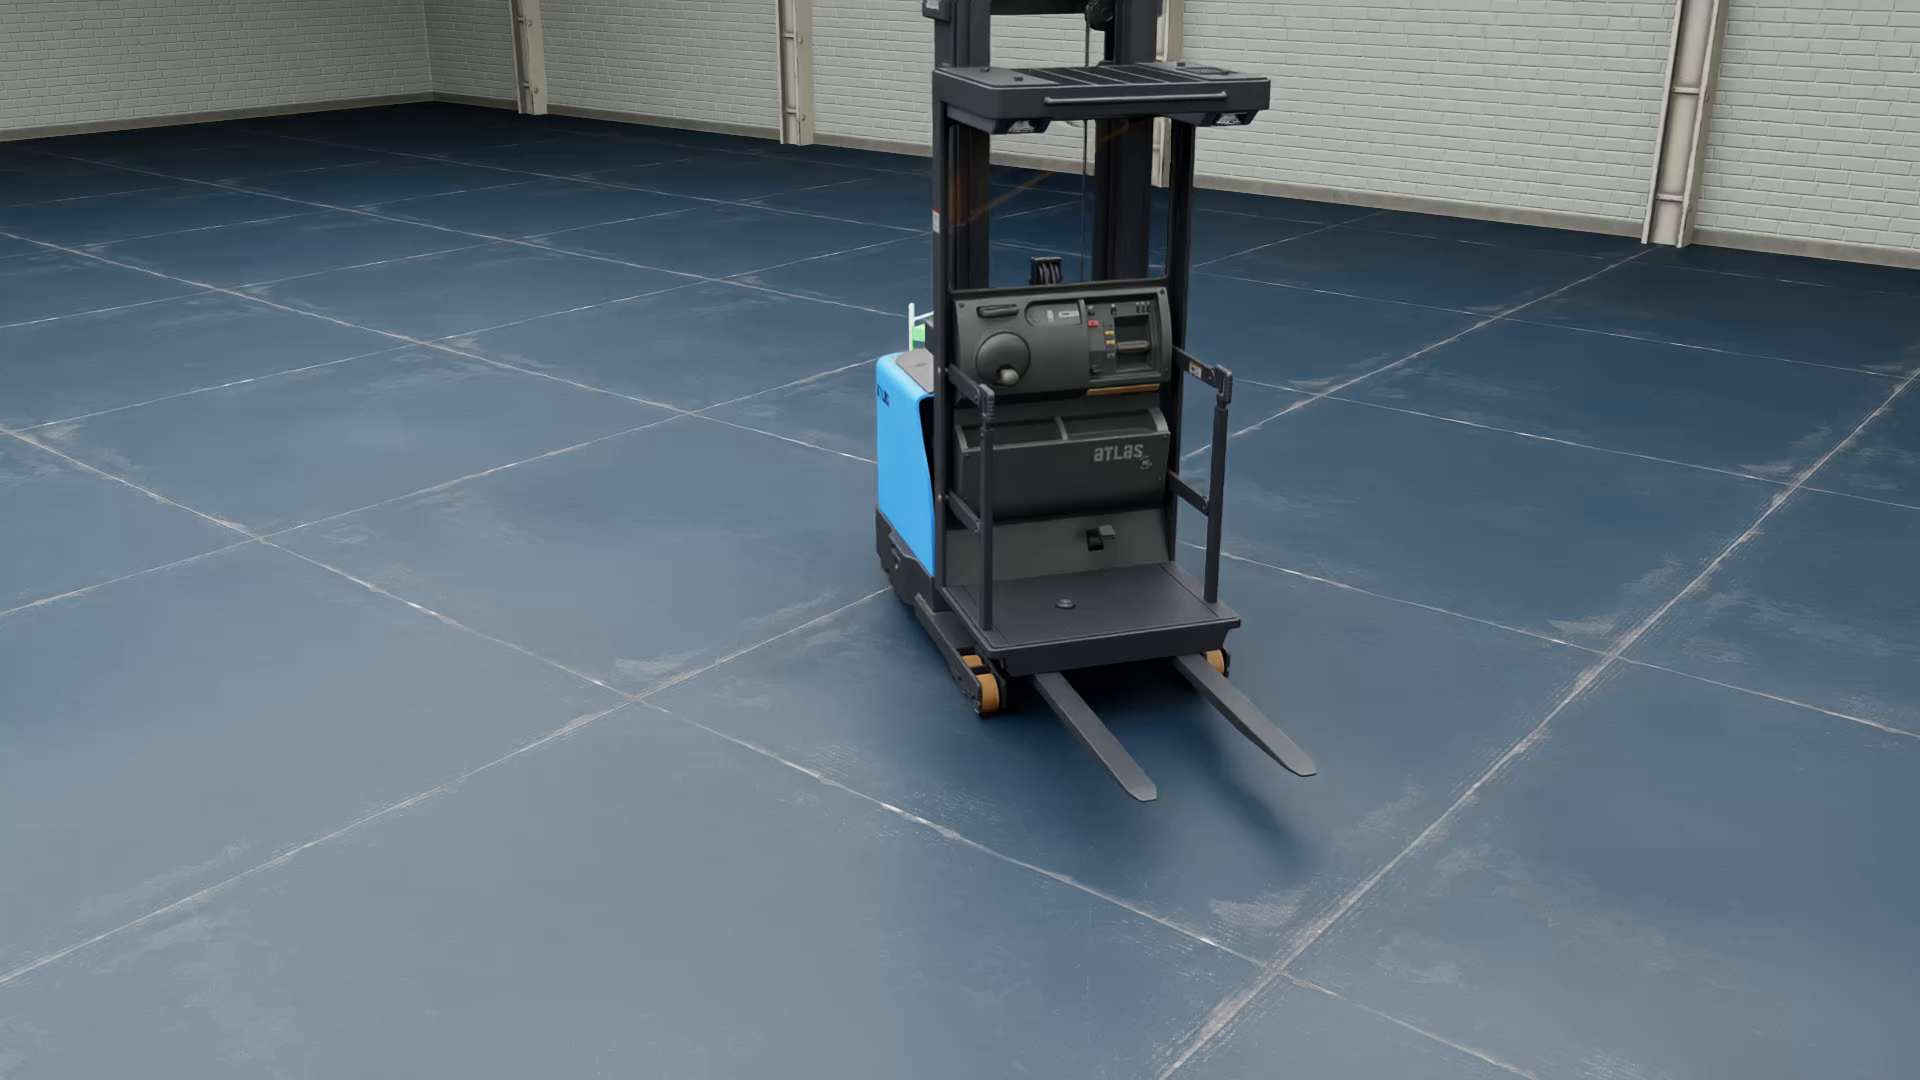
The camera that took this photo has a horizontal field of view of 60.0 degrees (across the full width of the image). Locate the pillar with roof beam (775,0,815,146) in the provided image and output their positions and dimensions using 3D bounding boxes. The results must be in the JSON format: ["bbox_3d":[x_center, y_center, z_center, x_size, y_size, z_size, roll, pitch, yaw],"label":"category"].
[{"bbox_3d":[-5.024,-8.653,18.861,0.400,9.000,9.100,16,26,36],"label":"pillar with roof beam"}]

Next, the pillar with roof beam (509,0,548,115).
[{"bbox_3d":[-9.672,-9.992,22.410,0.400,9.000,9.100,16,26,36],"label":"pillar with roof beam"}]

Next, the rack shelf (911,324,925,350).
[{"bbox_3d":[0.017,-1.012,8.473,0.480,0.148,0.258,14,25,32],"label":"rack shelf"}]

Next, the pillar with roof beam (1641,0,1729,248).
[{"bbox_3d":[4.273,-5.976,11.761,0.400,9.000,9.100,16,26,36],"label":"pillar with roof beam"}]

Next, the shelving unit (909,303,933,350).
[{"bbox_3d":[0.017,-0.623,8.620,0.503,1.200,0.258,14,25,32],"label":"shelving unit"}]

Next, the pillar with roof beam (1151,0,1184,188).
[{"bbox_3d":[-0.376,-7.314,15.311,0.400,9.000,9.100,16,26,36],"label":"pillar with roof beam"}]

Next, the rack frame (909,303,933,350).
[{"bbox_3d":[-0.184,-0.672,8.748,0.015,1.200,0.240,14,25,32],"label":"rack frame"}]

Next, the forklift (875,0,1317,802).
[{"bbox_3d":[0.498,-0.817,6.682,1.130,2.935,3.031,-6,22,-16],"label":"forklift"}]
